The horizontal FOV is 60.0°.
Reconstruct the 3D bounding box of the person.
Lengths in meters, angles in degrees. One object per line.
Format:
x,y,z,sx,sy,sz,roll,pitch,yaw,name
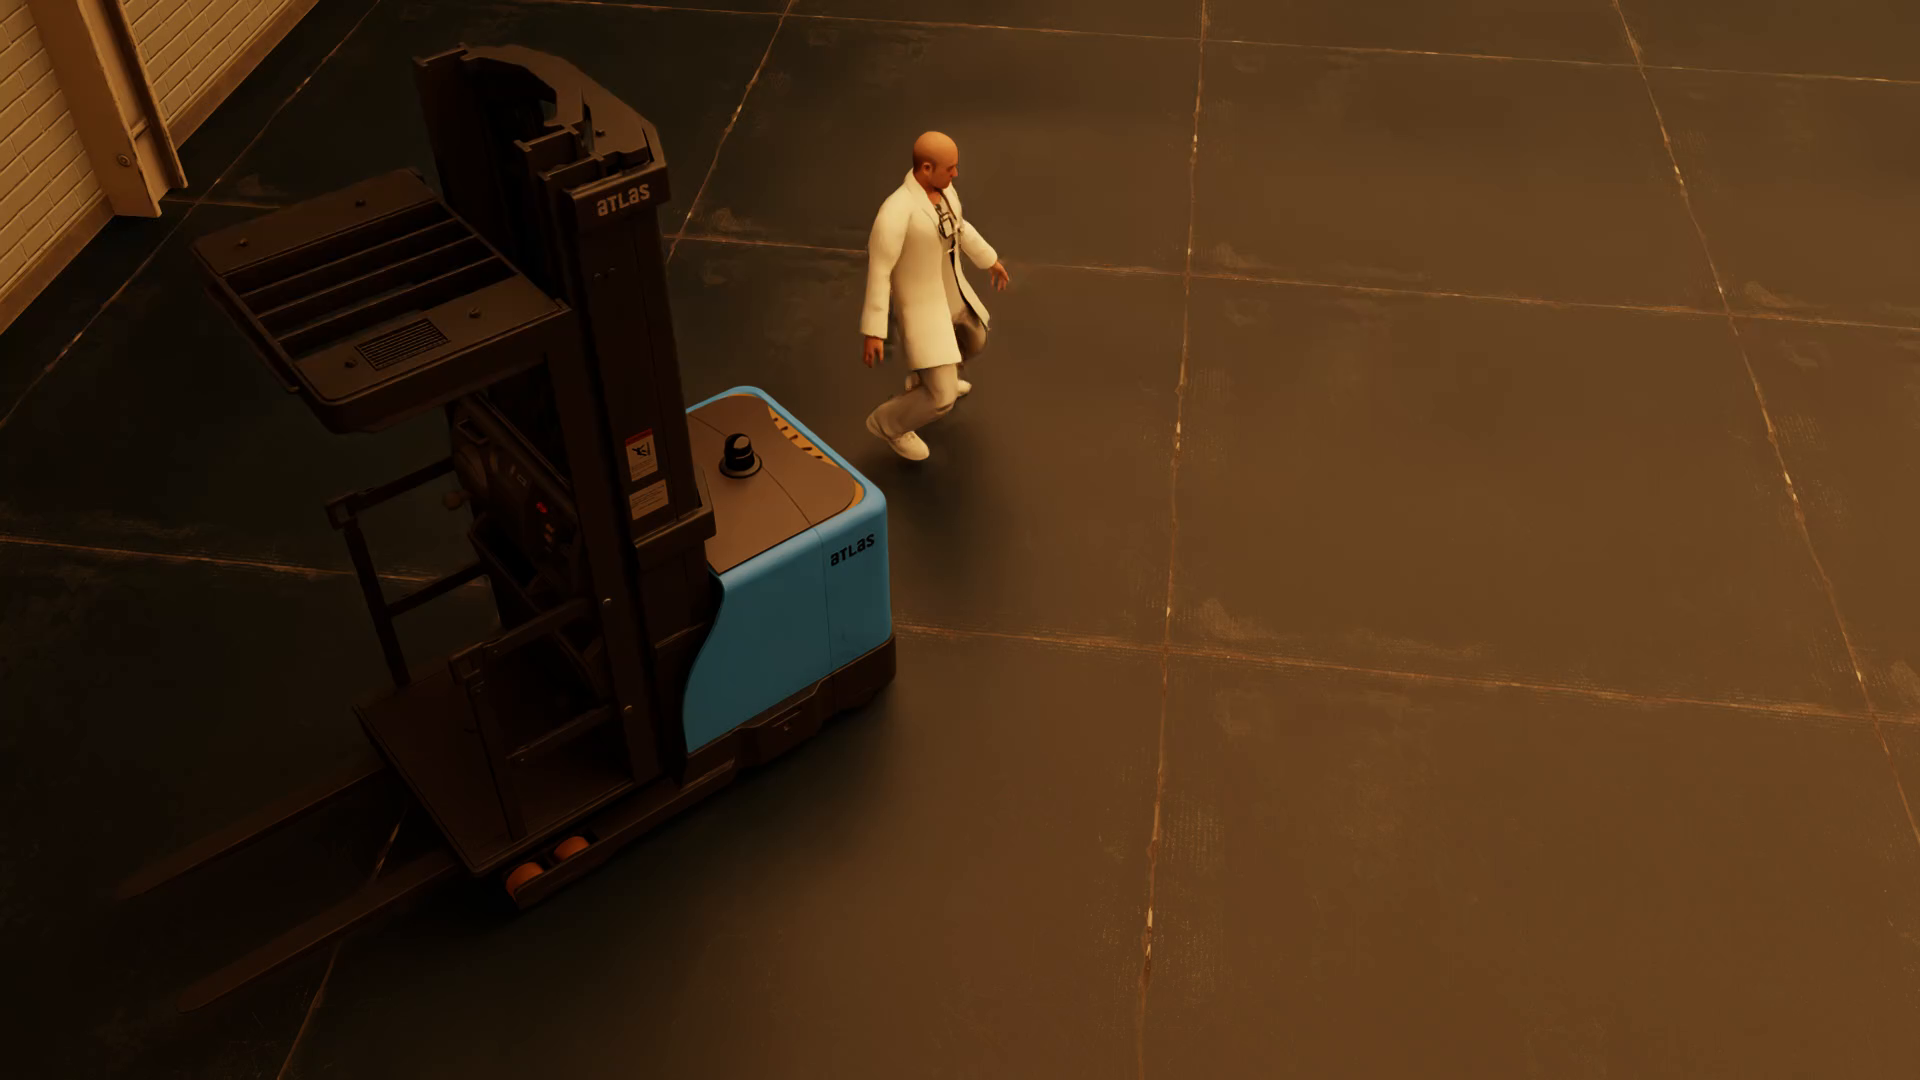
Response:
-0.137,-1.142,7.916,0.590,1.674,0.962,23,47,23,person

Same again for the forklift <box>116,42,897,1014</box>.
-1.739,-0.089,5.821,3.031,2.935,1.130,-29,50,-28,forklift
